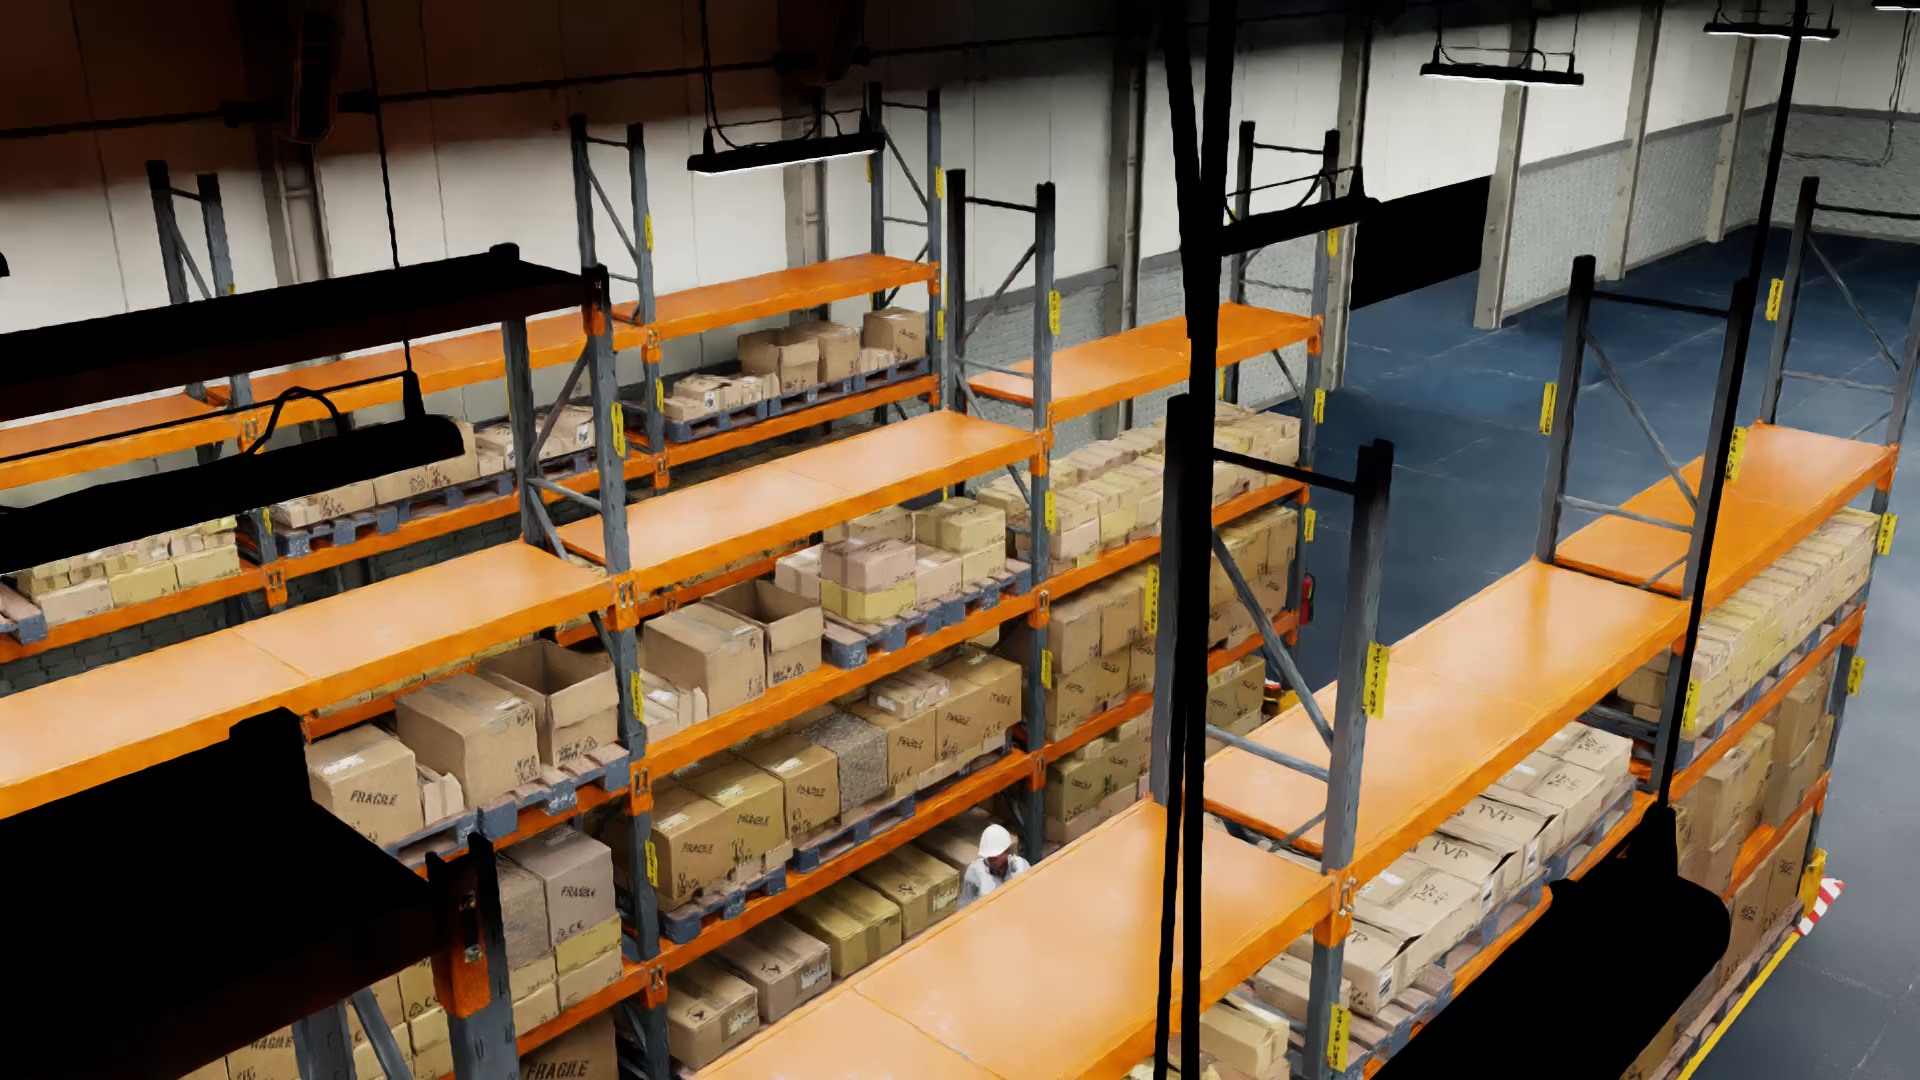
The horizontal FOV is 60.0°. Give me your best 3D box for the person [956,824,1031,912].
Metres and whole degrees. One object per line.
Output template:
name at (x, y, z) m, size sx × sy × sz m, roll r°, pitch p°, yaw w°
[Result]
person at (0.263, 2.876, 12.124) m, size 0.640 × 1.768 × 0.586 m, roll -8°, pitch 23°, yaw -20°
